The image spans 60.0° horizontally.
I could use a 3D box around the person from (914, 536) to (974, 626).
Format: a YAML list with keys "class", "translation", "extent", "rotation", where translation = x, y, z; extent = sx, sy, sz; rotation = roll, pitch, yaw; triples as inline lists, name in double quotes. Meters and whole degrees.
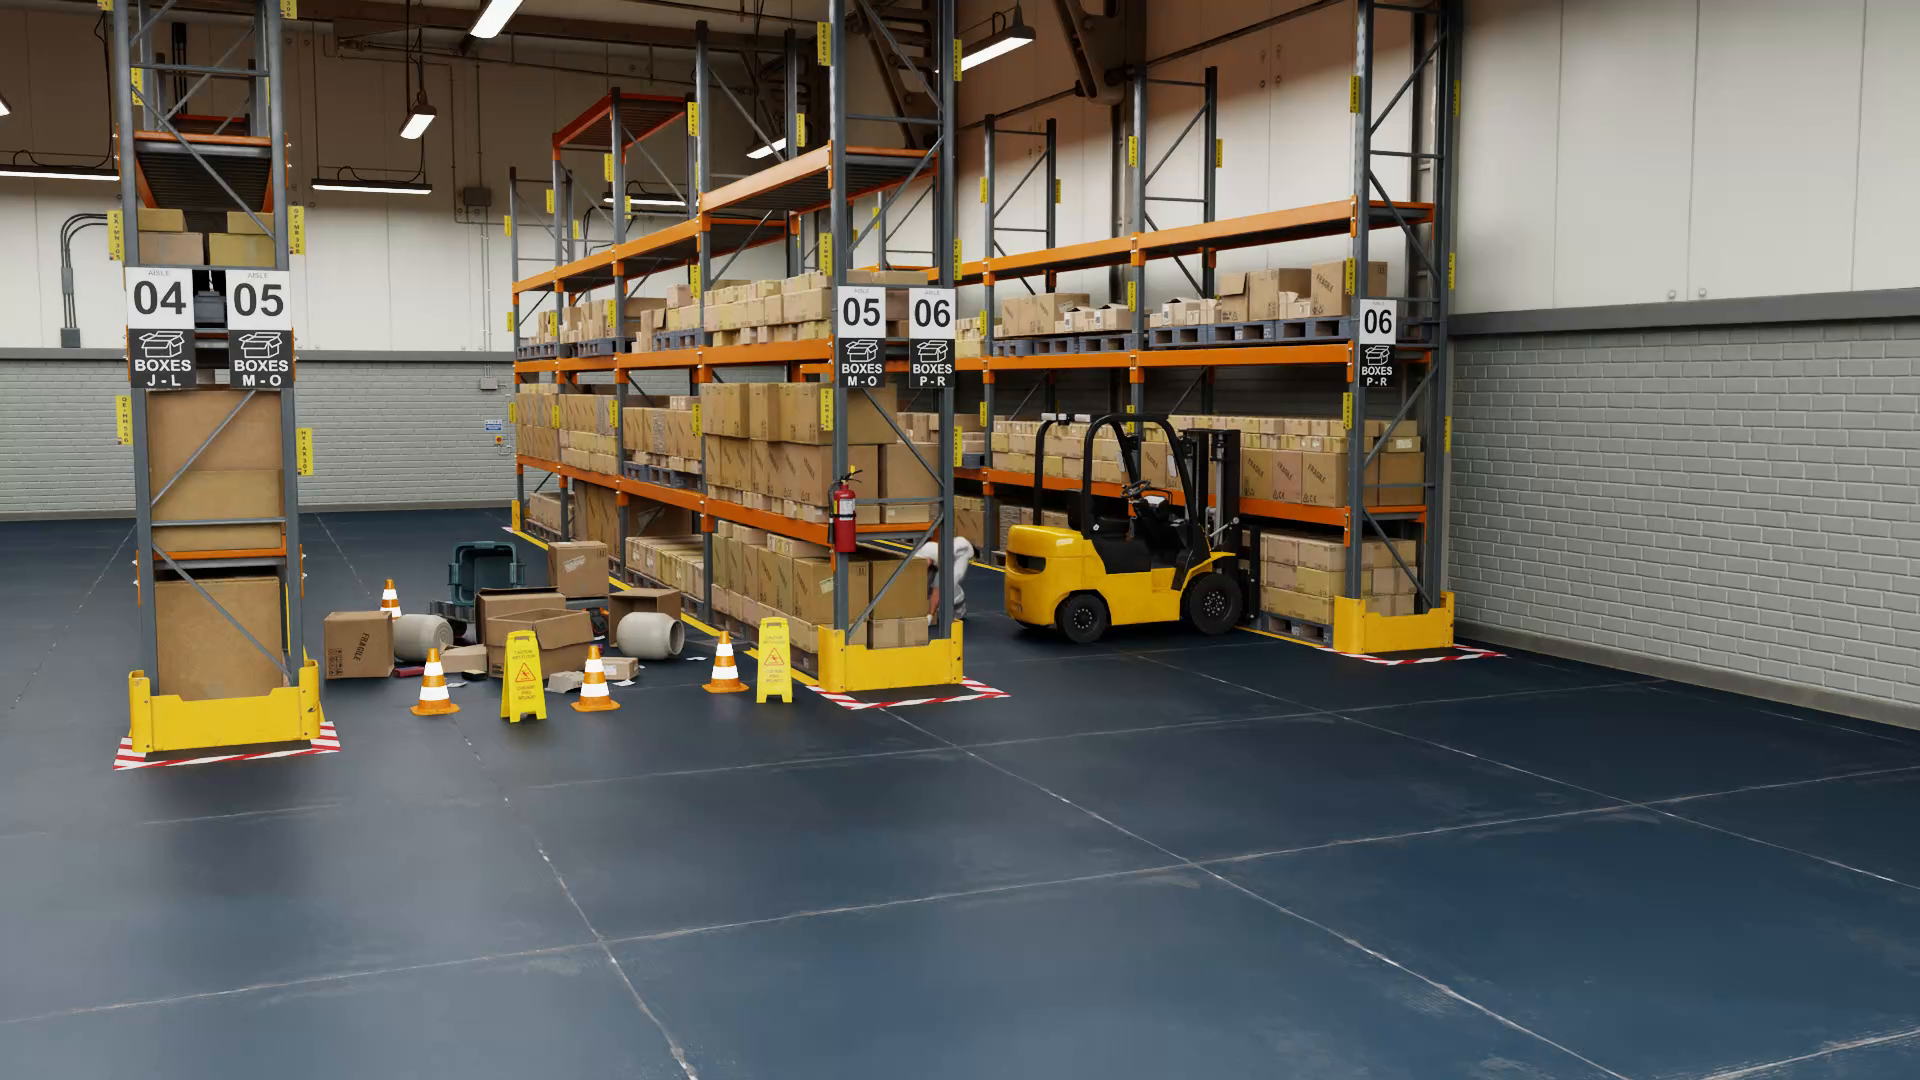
- class: "person"
  translation: [-0.230, 0.414, 17.171]
  extent: [0.535, 0.895, 0.962]
  rotation: [4, 6, 35]
